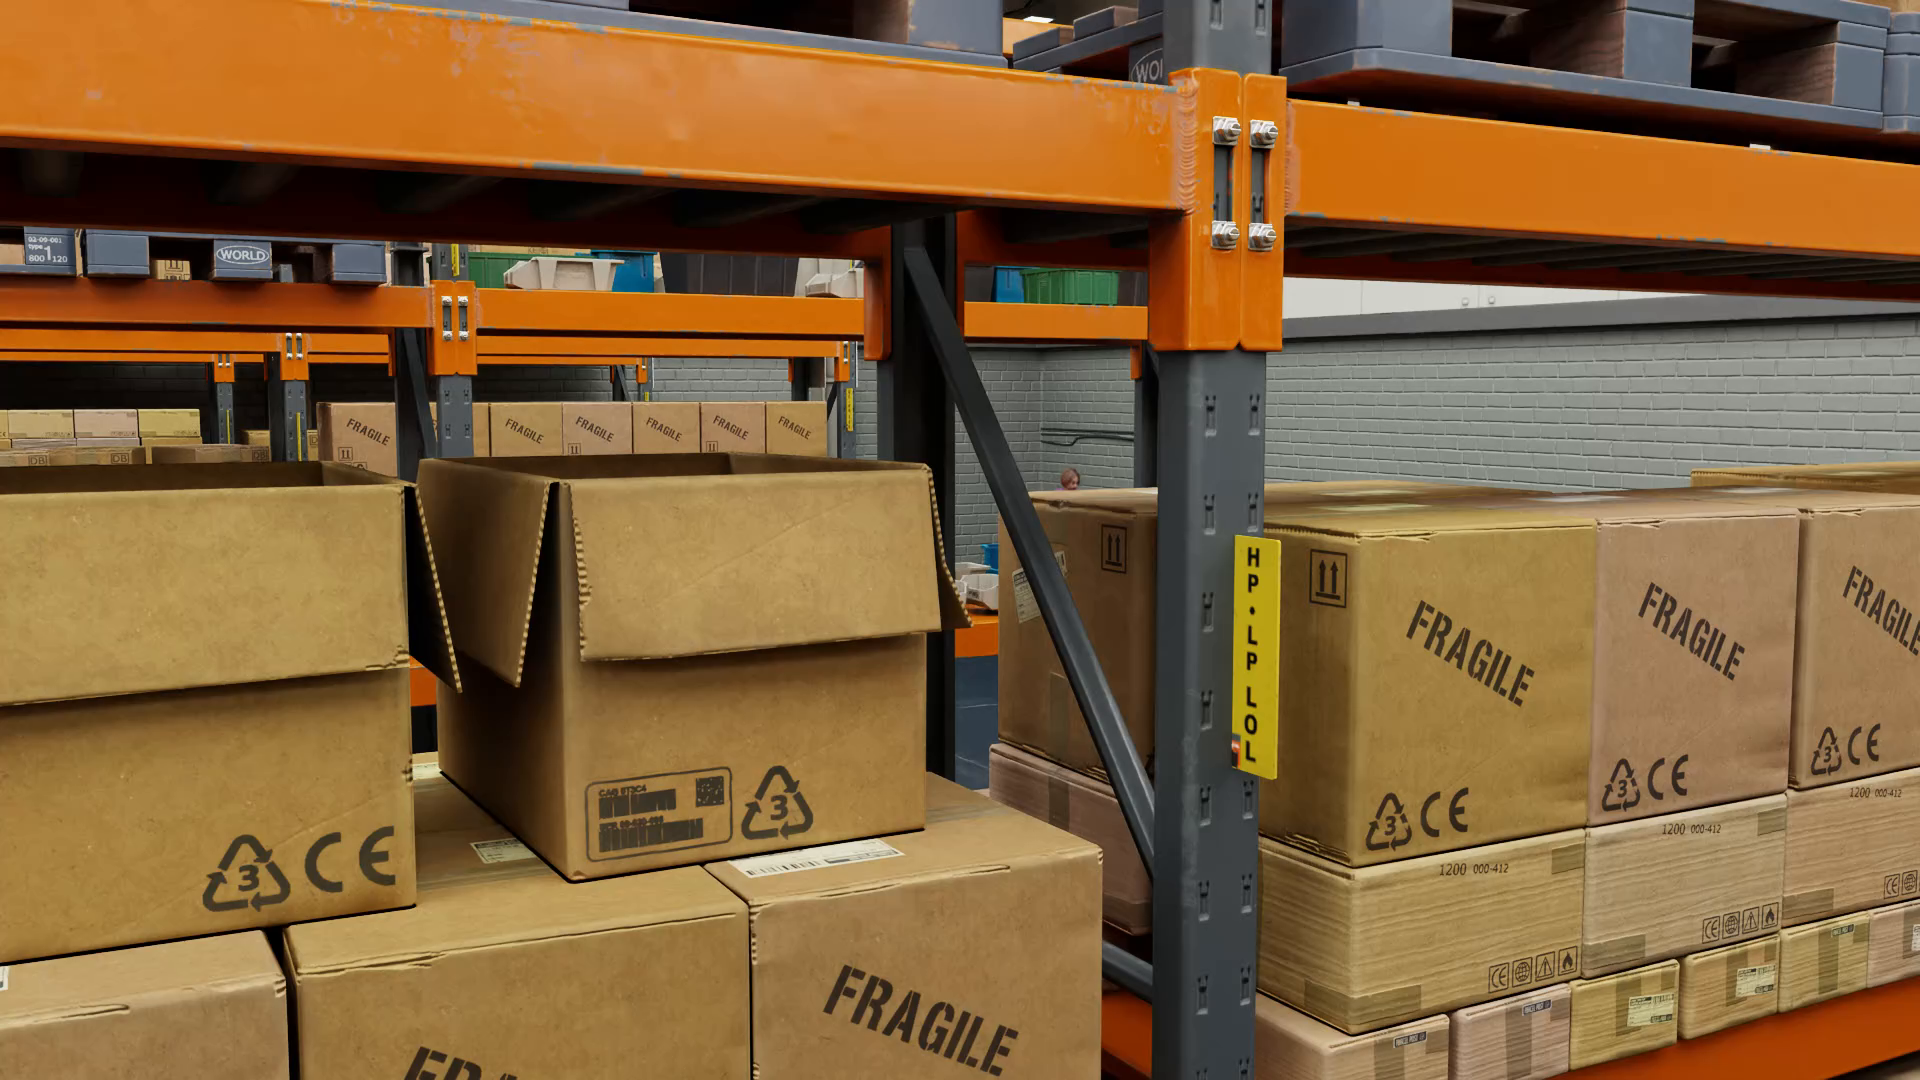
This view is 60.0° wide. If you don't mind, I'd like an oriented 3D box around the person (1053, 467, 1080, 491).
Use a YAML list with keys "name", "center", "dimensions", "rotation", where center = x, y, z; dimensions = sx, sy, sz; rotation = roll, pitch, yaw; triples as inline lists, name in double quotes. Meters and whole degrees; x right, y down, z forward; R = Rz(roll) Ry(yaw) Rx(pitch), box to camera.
- name: "person"
  center: [1.136, 0.046, 17.329]
  dimensions: [0.411, 1.577, 0.310]
  rotation: [-3, 6, -28]
